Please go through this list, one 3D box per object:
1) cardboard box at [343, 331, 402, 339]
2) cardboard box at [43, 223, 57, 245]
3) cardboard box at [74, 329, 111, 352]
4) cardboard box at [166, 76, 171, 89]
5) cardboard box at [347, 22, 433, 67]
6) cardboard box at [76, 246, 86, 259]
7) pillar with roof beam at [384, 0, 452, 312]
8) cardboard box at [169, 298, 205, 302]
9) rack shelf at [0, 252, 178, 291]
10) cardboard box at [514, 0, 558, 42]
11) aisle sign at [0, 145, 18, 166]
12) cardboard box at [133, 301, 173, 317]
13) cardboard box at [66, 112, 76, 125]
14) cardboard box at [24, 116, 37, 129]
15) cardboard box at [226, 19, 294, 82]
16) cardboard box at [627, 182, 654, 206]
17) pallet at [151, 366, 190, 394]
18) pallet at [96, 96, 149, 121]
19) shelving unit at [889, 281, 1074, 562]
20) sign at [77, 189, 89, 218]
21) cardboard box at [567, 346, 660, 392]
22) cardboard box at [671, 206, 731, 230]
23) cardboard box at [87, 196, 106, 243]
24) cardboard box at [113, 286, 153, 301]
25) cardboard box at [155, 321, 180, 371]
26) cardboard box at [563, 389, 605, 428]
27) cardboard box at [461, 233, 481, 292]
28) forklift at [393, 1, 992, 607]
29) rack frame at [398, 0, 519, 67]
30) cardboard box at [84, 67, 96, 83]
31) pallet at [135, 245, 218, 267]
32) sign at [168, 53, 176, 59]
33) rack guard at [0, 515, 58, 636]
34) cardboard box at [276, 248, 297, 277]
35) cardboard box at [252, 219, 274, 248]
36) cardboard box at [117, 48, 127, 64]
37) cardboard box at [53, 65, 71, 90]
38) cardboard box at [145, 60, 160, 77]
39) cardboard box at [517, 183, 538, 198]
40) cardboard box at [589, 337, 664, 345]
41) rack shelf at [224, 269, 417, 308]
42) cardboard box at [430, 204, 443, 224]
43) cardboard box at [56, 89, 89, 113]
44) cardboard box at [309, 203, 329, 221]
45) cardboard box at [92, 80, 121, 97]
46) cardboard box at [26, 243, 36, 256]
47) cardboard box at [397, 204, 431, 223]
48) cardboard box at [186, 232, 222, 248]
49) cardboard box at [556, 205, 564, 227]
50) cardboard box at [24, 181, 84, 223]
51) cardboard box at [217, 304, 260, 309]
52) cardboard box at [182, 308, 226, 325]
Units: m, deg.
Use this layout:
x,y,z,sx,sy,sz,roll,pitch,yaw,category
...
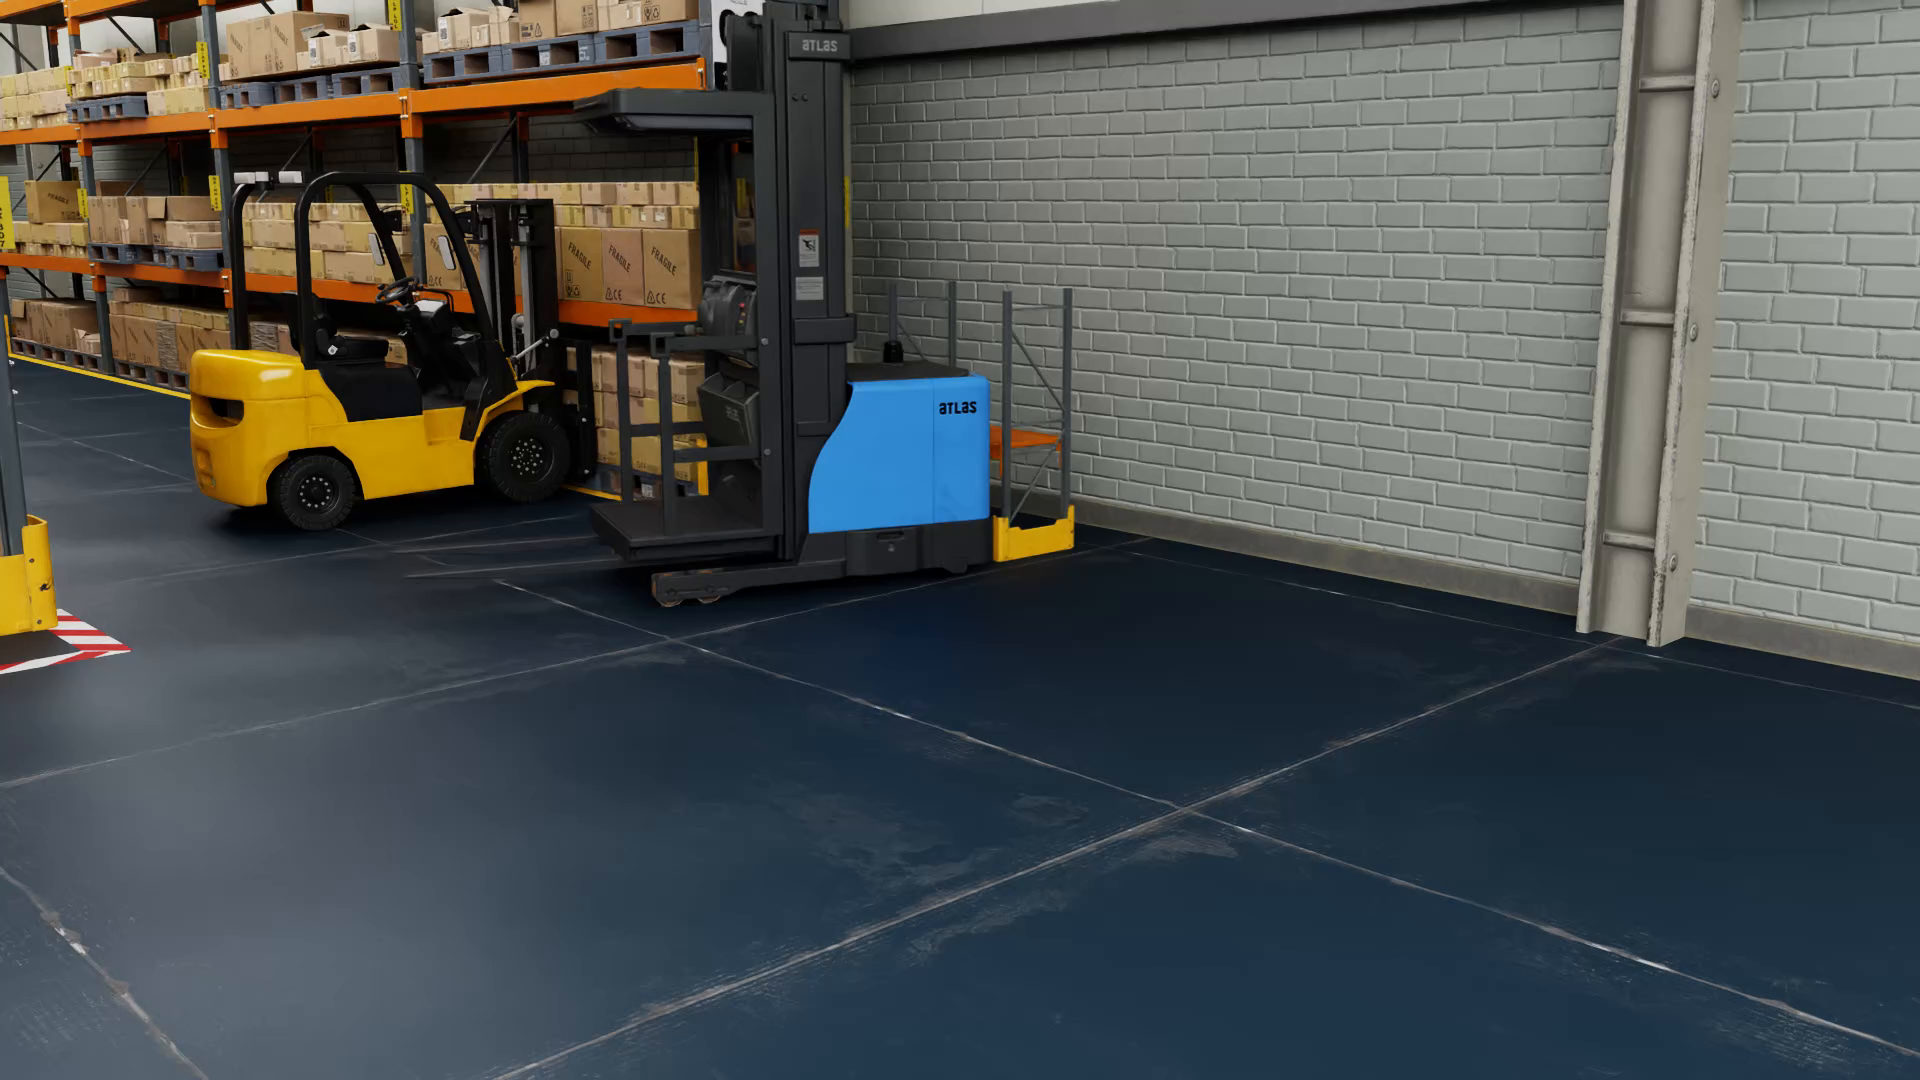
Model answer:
x,y,z,sx,sy,sz,roll,pitch,yaw,category
-4.833,-1.496,14.585,0.875,0.625,0.625,-11,16,-43,cardboard box
-10.678,-3.691,20.026,0.500,0.250,0.500,-11,16,-43,cardboard box
-10.302,-2.391,19.820,0.396,0.266,0.258,-10,15,-41,cardboard box
-7.782,-4.614,16.822,0.380,0.149,0.250,-11,16,-42,cardboard box
-4.610,-4.017,13.472,0.500,0.311,0.500,11,16,43,cardboard box
-10.057,-3.356,19.388,0.380,0.149,0.250,-10,16,-41,cardboard box
-8.258,-5.122,12.473,9.100,9.000,0.400,-11,16,-43,pillar with roof beam
-8.810,-2.680,19.033,0.380,0.149,0.250,-11,16,-43,cardboard box
-10.840,-3.372,20.627,1.077,0.370,4.000,-11,16,-43,rack shelf
-2.665,-3.740,11.654,0.797,0.503,0.637,-10,15,-41,cardboard box
-12.480,-5.258,21.558,0.394,0.787,0.004,-11,16,-43,aisle sign
-8.971,-2.576,18.530,0.250,0.149,0.380,11,16,42,cardboard box
-9.920,-4.790,18.915,0.380,0.149,0.250,-11,16,-43,cardboard box
-11.005,-5.010,19.986,0.380,0.149,0.250,-10,16,-41,cardboard box
-6.372,-4.482,15.261,0.500,0.500,0.500,-11,16,-42,cardboard box
-1.964,-2.282,10.963,0.380,0.149,0.250,-10,16,-41,cardboard box
-8.023,-1.775,18.004,1.003,0.211,1.213,-11,16,-43,pallet
-8.341,-4.554,17.612,1.213,0.211,1.003,-11,16,-43,pallet
0.100,-0.733,9.753,0.587,1.500,1.083,-10,15,-39,shelving unit
-9.846,-3.780,18.678,0.100,0.325,0.005,-11,16,-43,sign
-2.428,-1.199,11.595,0.500,0.250,0.500,-11,16,-42,cardboard box
-1.614,-2.059,10.618,0.380,0.149,0.250,-11,16,-42,cardboard box
-9.286,-3.585,18.591,0.700,0.500,0.500,-10,16,-41,cardboard box
-9.359,-2.796,18.859,0.380,0.149,0.250,-11,16,-44,cardboard box
-8.217,-2.085,17.754,0.500,0.500,0.500,11,16,43,cardboard box
-2.444,-0.959,11.669,0.500,0.250,0.500,-11,16,-44,cardboard box
-3.445,-2.139,12.612,0.500,0.500,0.500,-11,16,-42,cardboard box
-1.391,-1.223,8.582,3.031,2.935,1.130,-5,13,-23,forklift
-3.934,-5.203,12.865,1.000,3.000,0.127,-11,16,-43,rack frame
-9.189,-5.002,17.920,0.380,0.149,0.250,-11,16,-44,cardboard box
-8.043,-3.038,17.698,1.003,0.211,1.213,-11,16,-43,pallet
-9.060,-5.425,19.121,0.100,0.325,0.005,-11,16,-43,sign
-4.811,0.224,7.583,1.175,0.500,0.348,-11,16,-43,rack guard
-5.862,-2.528,15.120,0.500,0.250,0.500,11,16,43,cardboard box
-6.222,-2.848,15.434,0.500,0.250,0.500,-10,15,-41,cardboard box
-9.198,-5.347,18.566,0.396,0.266,0.258,-11,16,-43,cardboard box
-9.981,-5.259,18.964,0.500,0.250,0.500,-11,16,-42,cardboard box
-8.044,-4.783,16.909,0.380,0.149,0.250,-11,16,-42,cardboard box
-2.981,-2.512,12.080,0.380,0.149,0.250,-11,16,-43,cardboard box
-2.401,-1.349,12.320,0.500,0.250,0.500,-11,16,-44,cardboard box
-5.315,-2.204,14.960,1.077,0.370,4.000,-11,16,-43,rack shelf
-3.904,-2.548,12.991,0.380,0.149,0.250,-11,16,-43,cardboard box
-9.973,-5.009,18.992,0.500,0.250,0.500,-11,16,-42,cardboard box
-5.473,-2.861,14.507,0.250,0.149,0.380,11,16,44,cardboard box
-9.028,-4.819,17.770,0.380,0.149,0.250,-11,16,-42,cardboard box
-11.339,-3.612,20.632,0.250,0.149,0.380,11,16,44,cardboard box
-4.330,-2.650,13.487,0.380,0.149,0.250,-10,15,-41,cardboard box
-7.427,-2.974,16.493,0.380,0.149,0.250,-11,16,-42,cardboard box
-2.624,-2.292,11.748,0.380,0.149,0.250,-11,16,-43,cardboard box
-11.066,-4.133,20.315,0.500,0.500,0.500,-10,16,-41,cardboard box
-7.763,-2.448,17.909,0.380,0.149,0.250,-11,16,-42,cardboard box
-7.903,-2.346,17.410,0.380,0.149,0.250,-11,16,-43,cardboard box
